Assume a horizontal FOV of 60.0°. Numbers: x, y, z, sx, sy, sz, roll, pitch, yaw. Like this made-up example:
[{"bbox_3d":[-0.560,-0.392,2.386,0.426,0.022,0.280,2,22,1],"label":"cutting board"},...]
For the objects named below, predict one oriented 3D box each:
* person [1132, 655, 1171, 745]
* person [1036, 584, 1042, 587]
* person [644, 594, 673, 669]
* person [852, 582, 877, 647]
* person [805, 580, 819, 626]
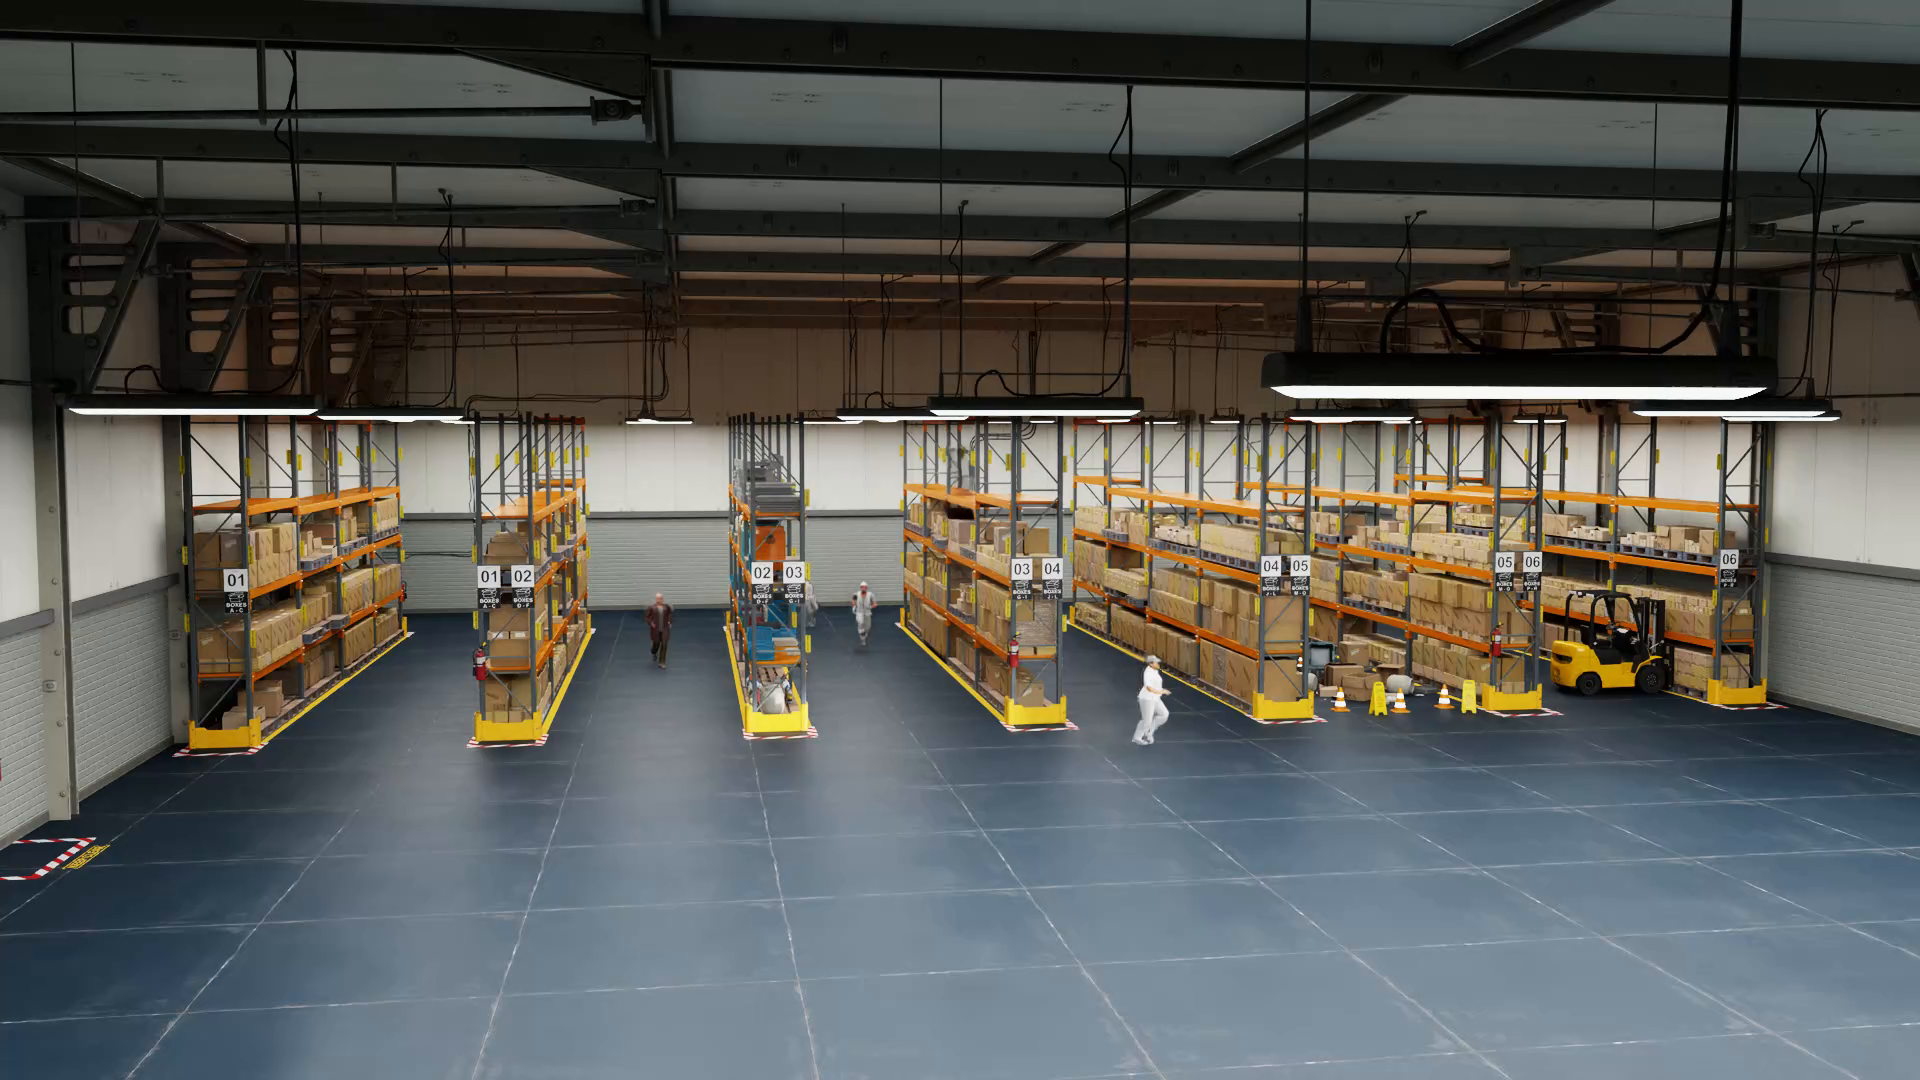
[{"bbox_3d":[3.454,2.867,29.840,0.709,1.626,0.577,2,4,25],"label":"person"},{"bbox_3d":[2.244,1.686,46.276,0.680,1.839,0.842,-1,4,-15],"label":"person"},{"bbox_3d":[-7.164,2.157,39.641,0.712,1.764,0.918,-2,4,-22],"label":"person"},{"bbox_3d":[-2.434,1.881,42.398,0.606,1.664,1.082,-1,4,-14],"label":"person"},{"bbox_3d":[-4.323,1.678,47.422,0.572,1.624,0.617,4,5,43],"label":"person"}]
